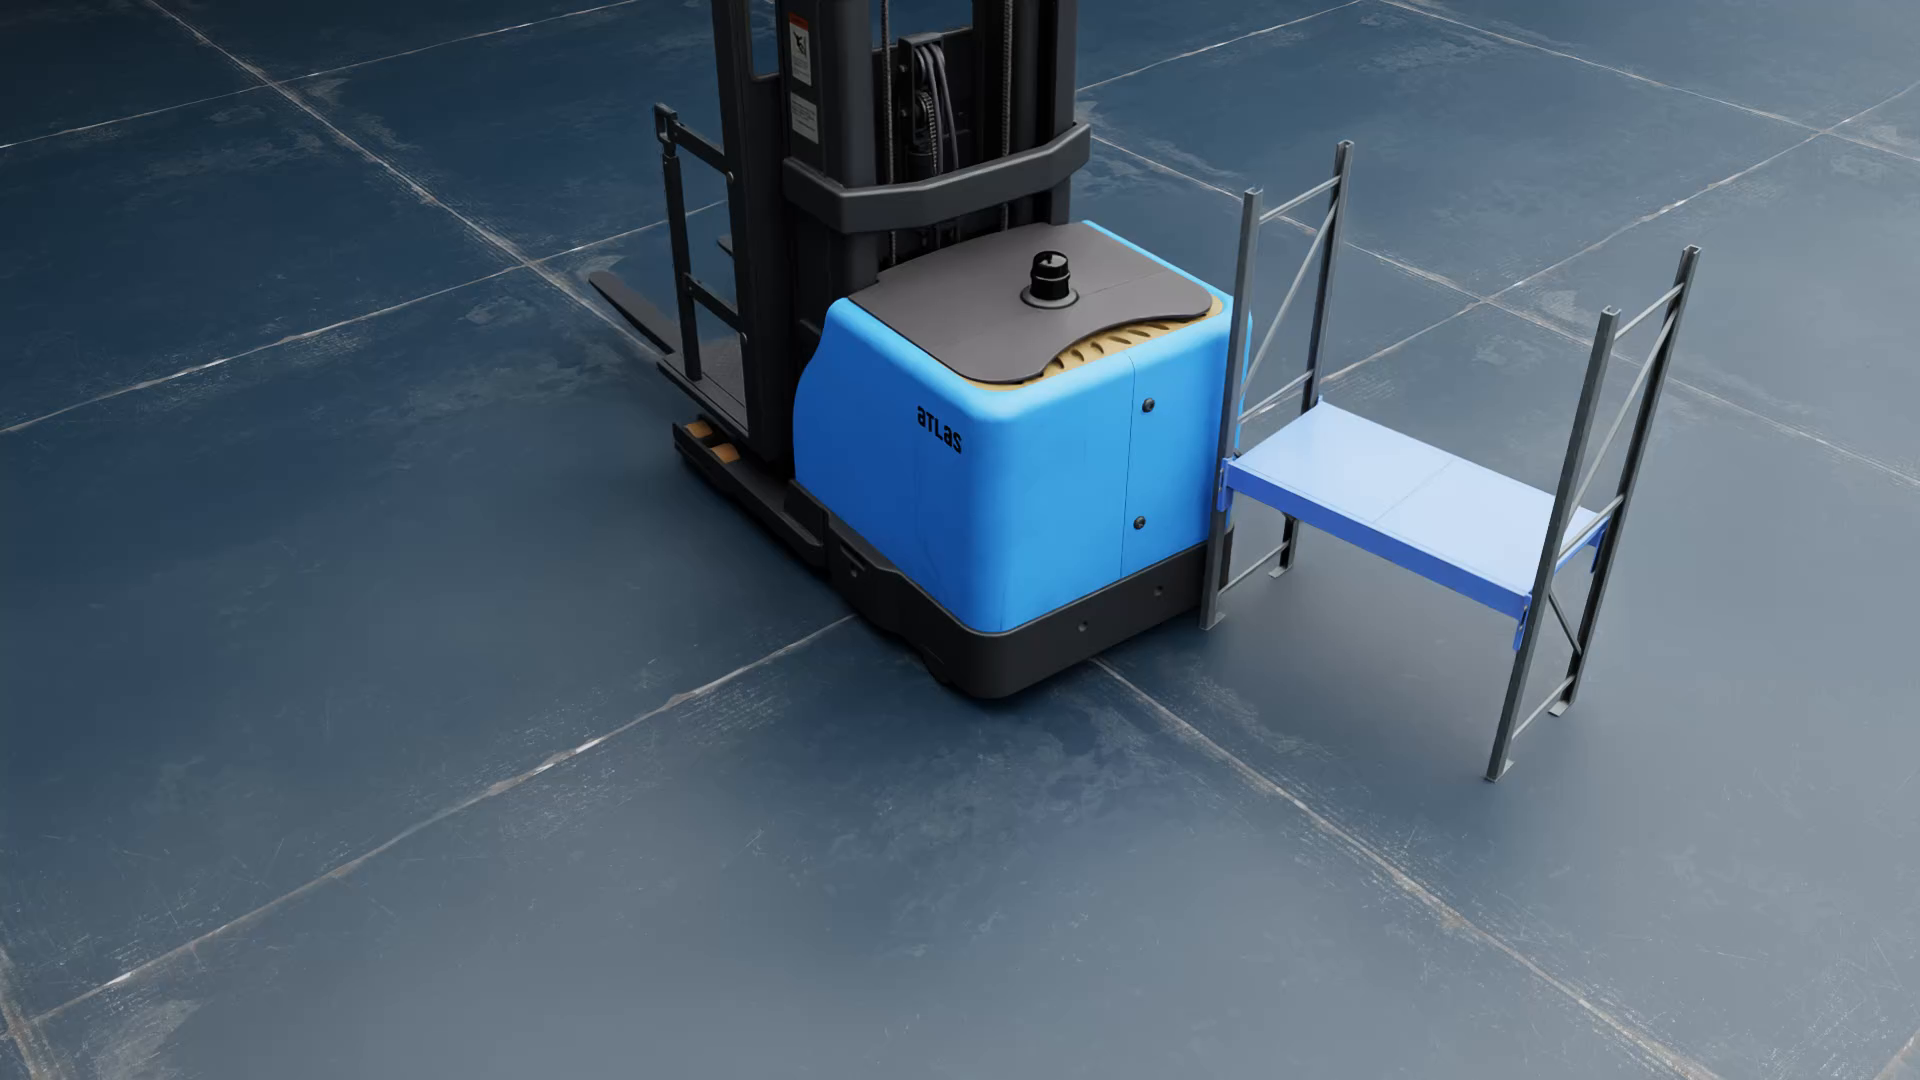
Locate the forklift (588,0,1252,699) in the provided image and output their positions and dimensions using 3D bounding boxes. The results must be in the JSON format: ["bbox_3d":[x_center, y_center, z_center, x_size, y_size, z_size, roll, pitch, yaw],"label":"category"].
[{"bbox_3d":[-0.394,-1.526,5.368,1.130,2.935,3.031,-23,41,-29],"label":"forklift"}]

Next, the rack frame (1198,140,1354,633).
[{"bbox_3d":[0.948,-0.426,5.054,0.032,1.500,0.500,28,44,34],"label":"rack frame"}]

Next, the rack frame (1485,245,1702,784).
[{"bbox_3d":[1.691,-0.025,4.488,0.032,1.500,0.500,28,44,34],"label":"rack frame"}]

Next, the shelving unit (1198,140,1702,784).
[{"bbox_3d":[1.320,-0.226,4.771,1.048,1.500,0.538,28,44,34],"label":"shelving unit"}]

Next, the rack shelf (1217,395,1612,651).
[{"bbox_3d":[1.320,-0.079,4.875,1.000,0.185,0.538,28,44,34],"label":"rack shelf"}]
